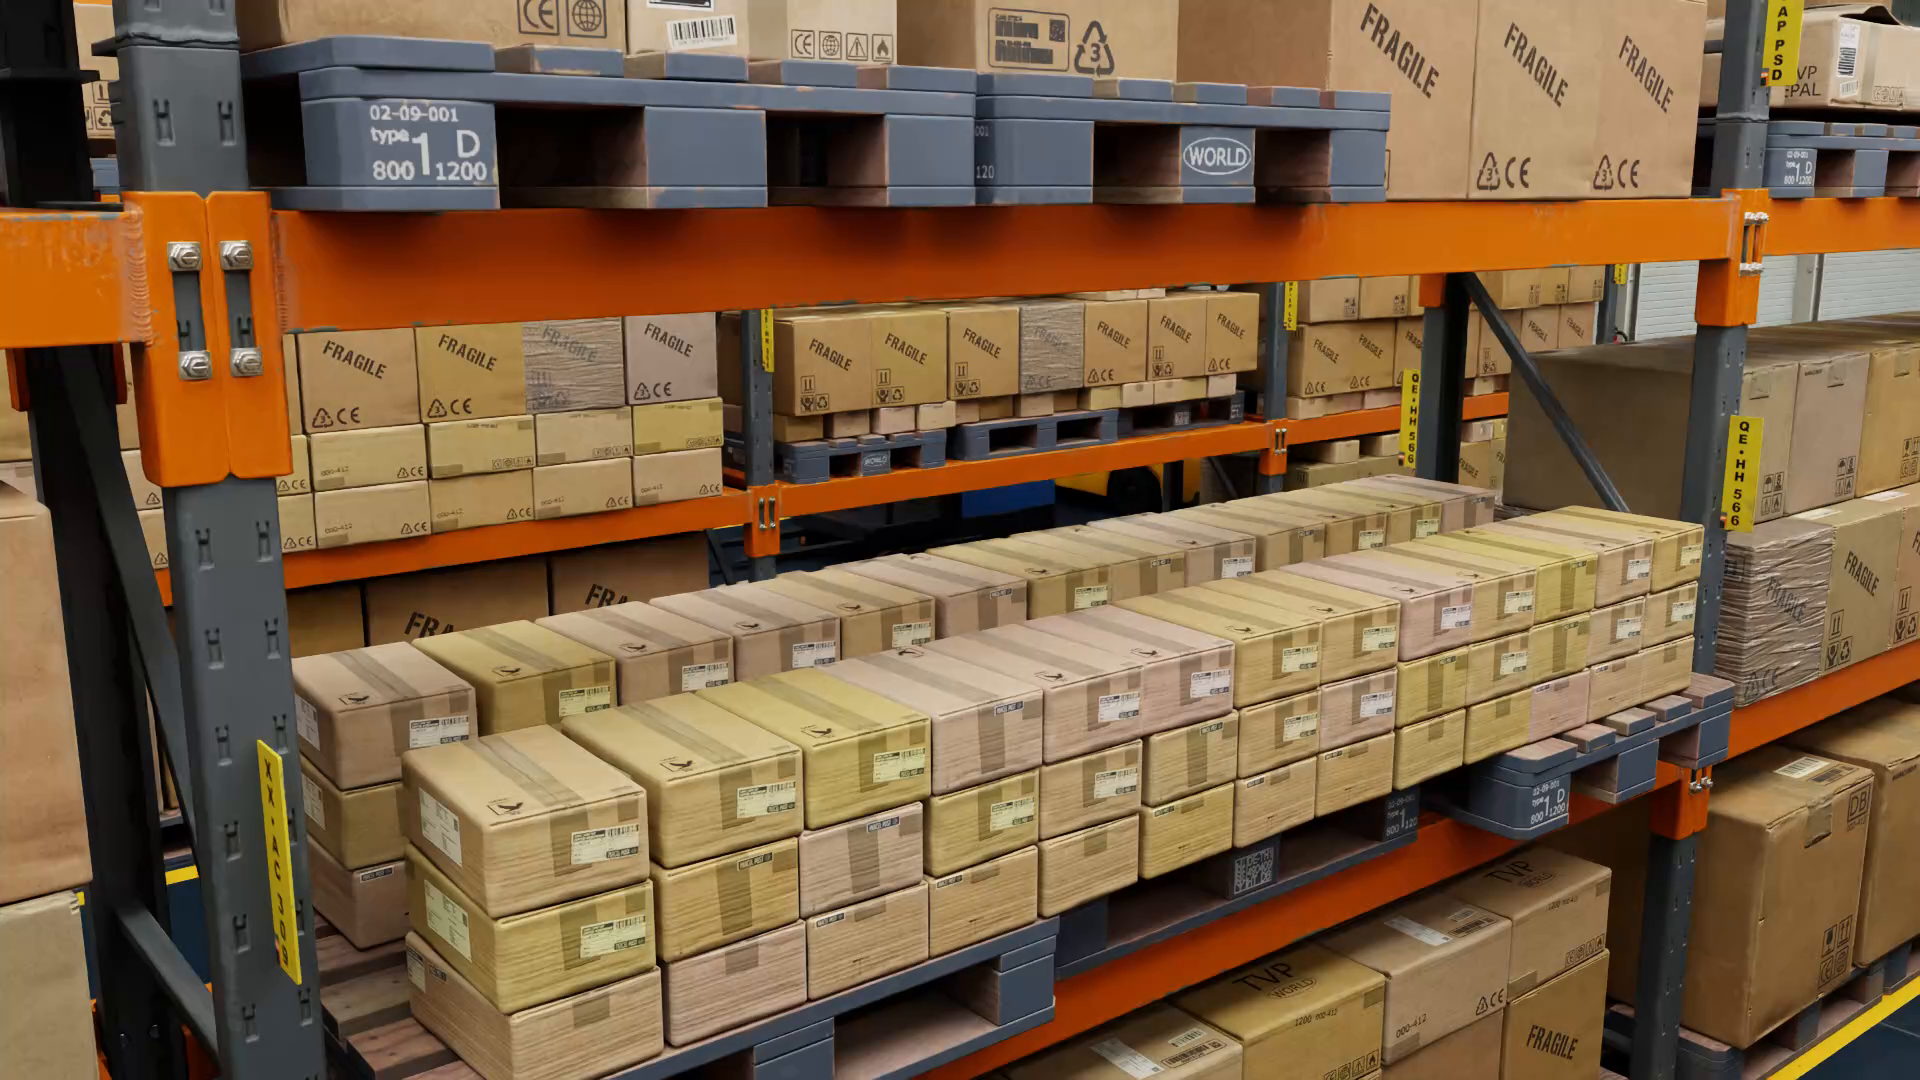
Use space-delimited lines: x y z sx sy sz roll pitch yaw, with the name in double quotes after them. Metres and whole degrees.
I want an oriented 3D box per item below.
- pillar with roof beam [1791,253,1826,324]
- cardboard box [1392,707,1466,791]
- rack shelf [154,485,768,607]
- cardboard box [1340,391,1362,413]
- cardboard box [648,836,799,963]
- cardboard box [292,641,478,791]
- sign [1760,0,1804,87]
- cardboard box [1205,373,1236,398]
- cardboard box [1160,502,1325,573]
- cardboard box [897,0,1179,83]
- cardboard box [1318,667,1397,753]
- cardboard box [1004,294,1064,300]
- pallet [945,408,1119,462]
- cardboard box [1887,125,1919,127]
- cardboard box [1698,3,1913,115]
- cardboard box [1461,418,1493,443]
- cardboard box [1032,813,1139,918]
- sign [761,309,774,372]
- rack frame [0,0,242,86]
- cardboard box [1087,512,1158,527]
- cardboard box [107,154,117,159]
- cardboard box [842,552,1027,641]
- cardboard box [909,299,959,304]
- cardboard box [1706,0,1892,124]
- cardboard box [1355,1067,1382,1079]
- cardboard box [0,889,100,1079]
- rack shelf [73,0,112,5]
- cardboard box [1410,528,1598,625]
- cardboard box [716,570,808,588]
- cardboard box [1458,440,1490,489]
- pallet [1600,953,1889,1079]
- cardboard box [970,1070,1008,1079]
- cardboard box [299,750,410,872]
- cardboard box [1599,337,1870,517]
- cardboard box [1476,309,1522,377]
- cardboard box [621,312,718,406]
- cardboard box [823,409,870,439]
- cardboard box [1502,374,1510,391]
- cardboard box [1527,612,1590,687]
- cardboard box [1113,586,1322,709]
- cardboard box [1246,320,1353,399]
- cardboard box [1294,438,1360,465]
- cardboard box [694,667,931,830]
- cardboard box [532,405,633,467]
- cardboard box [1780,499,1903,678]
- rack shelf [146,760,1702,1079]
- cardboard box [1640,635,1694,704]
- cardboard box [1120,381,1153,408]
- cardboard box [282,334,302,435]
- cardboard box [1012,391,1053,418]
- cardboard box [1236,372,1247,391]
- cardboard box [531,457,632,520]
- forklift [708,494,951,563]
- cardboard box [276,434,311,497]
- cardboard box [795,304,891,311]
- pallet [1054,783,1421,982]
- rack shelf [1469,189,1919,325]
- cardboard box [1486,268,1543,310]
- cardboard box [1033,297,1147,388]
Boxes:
17.462 -7.005 24.953 0.400 9.000 9.100 -9 15 -38 "pillar with roof beam"
0.952 0.444 3.912 0.250 0.149 0.380 -10 16 -40 "cardboard box"
-2.881 0.077 7.777 4.000 0.370 1.077 -9 15 -38 "rack shelf"
2.604 -1.000 11.722 0.250 0.149 0.380 -10 15 -38 "cardboard box"
-0.476 0.536 2.762 0.250 0.149 0.380 -10 15 -39 "cardboard box"
-1.080 0.317 3.076 0.250 0.149 0.380 -9 15 -35 "cardboard box"
2.189 -1.377 4.424 0.005 0.325 0.100 -9 15 -38 "sign"
1.575 -1.025 10.826 0.250 0.149 0.380 -9 15 -37 "cardboard box"
0.760 0.011 4.517 0.250 0.149 0.380 -10 16 -40 "cardboard box"
0.017 -1.128 3.238 0.637 0.503 0.797 -10 15 -38 "cardboard box"
0.745 0.333 3.717 0.250 0.149 0.380 -9 15 -36 "cardboard box"
0.473 -1.312 10.618 0.500 0.500 0.500 -10 15 -38 "cardboard box"
0.201 -0.704 10.185 1.213 0.211 1.003 -9 15 -38 "pallet"
3.718 -1.723 6.652 0.250 0.149 0.380 -9 15 -38 "cardboard box"
2.554 -1.481 5.123 0.500 0.311 0.500 -9 15 -38 "cardboard box"
3.815 -0.846 12.634 0.250 0.149 0.380 -9 15 -35 "cardboard box"
0.129 0.581 3.265 0.250 0.149 0.380 -10 16 -40 "cardboard box"
-0.970 -1.011 8.382 0.005 0.325 0.100 -9 15 -38 "sign"
-1.272 -2.160 2.138 0.127 3.000 1.000 -9 15 -38 "rack frame"
1.396 0.095 11.276 0.625 0.372 0.950 -9 15 -37 "cardboard box"
-5.455 -2.497 11.305 0.500 0.250 0.500 -9 15 -38 "cardboard box"
-0.062 0.148 3.872 0.250 0.149 0.380 -10 16 -40 "cardboard box"
-0.218 -1.510 9.987 0.250 0.149 0.380 -10 16 -40 "cardboard box"
3.034 -1.786 6.105 0.500 0.500 0.500 -9 15 -38 "cardboard box"
0.691 1.538 4.169 0.500 0.500 0.500 -10 16 -40 "cardboard box"
-1.473 0.688 2.208 0.500 0.500 0.500 -9 15 -38 "cardboard box"
-5.985 -3.467 10.984 4.000 0.370 1.077 -9 15 -38 "rack shelf"
1.353 0.086 4.164 0.250 0.149 0.380 -9 15 -36 "cardboard box"
-0.872 0.474 9.491 0.625 0.372 0.950 -11 16 -41 "cardboard box"
3.661 -0.521 12.664 0.500 0.500 0.500 -10 15 -39 "cardboard box"
2.514 1.529 5.919 1.213 0.211 1.003 -9 15 -38 "pallet"
-0.115 1.302 3.476 0.500 0.250 0.500 -9 15 -36 "cardboard box"
-1.084 0.463 3.106 0.250 0.149 0.380 -9 15 -36 "cardboard box"
2.603 -0.405 5.668 0.500 0.500 0.700 -10 15 -38 "cardboard box"
3.889 -1.523 12.624 0.500 0.500 0.500 -10 15 -38 "cardboard box"
-1.560 -0.963 8.294 0.500 0.500 0.500 -10 16 -39 "cardboard box"
-0.708 -0.660 9.110 0.250 0.149 0.380 -11 16 -41 "cardboard box"
4.245 -1.247 12.887 0.250 0.149 0.380 -9 15 -37 "cardboard box"
1.339 0.235 4.180 0.250 0.149 0.380 -9 15 -36 "cardboard box"
0.541 0.221 3.529 0.250 0.149 0.380 -9 15 -36 "cardboard box"
2.322 -1.260 11.383 0.500 0.500 0.500 -9 15 -38 "cardboard box"
2.568 -0.637 11.650 0.250 0.149 0.380 -9 15 -37 "cardboard box"
-0.261 0.354 2.900 0.250 0.149 0.380 -9 15 -37 "cardboard box"
-1.937 -0.534 8.082 0.500 0.250 0.500 -10 16 -39 "cardboard box"
2.766 0.125 5.576 0.500 0.500 0.500 -10 15 -38 "cardboard box"
0.290 0.867 4.058 4.000 0.370 1.077 -9 15 -38 "rack shelf"
1.754 0.311 4.535 0.250 0.149 0.380 -9 15 -37 "cardboard box"
0.982 -0.920 10.335 0.250 0.149 0.380 -9 15 -37 "cardboard box"
-3.147 -0.699 7.052 0.500 0.500 0.500 -10 16 -39 "cardboard box"
0.343 -0.831 9.914 0.250 0.149 0.380 -9 15 -36 "cardboard box"
1.996 -1.346 11.789 0.500 0.500 0.500 -10 16 -39 "cardboard box"
-1.941 -0.285 8.108 0.500 0.250 0.500 -9 15 -37 "cardboard box"
-0.658 -1.317 12.775 3.031 2.935 1.121 -10 16 -40 "forklift"
-3.123 -0.331 7.125 0.500 0.250 0.500 -9 15 -37 "cardboard box"
-0.741 -1.107 9.654 0.500 0.500 0.500 -10 15 -39 "cardboard box"
0.332 0.613 3.984 1.213 0.211 1.003 -9 15 -38 "pallet"
3.413 -1.120 6.190 4.000 0.370 1.077 -9 15 -38 "rack shelf"
3.931 -2.007 12.495 0.500 0.500 0.700 -10 15 -38 "cardboard box"
0.793 -1.226 10.211 0.500 0.500 0.500 -9 15 -36 "cardboard box"
